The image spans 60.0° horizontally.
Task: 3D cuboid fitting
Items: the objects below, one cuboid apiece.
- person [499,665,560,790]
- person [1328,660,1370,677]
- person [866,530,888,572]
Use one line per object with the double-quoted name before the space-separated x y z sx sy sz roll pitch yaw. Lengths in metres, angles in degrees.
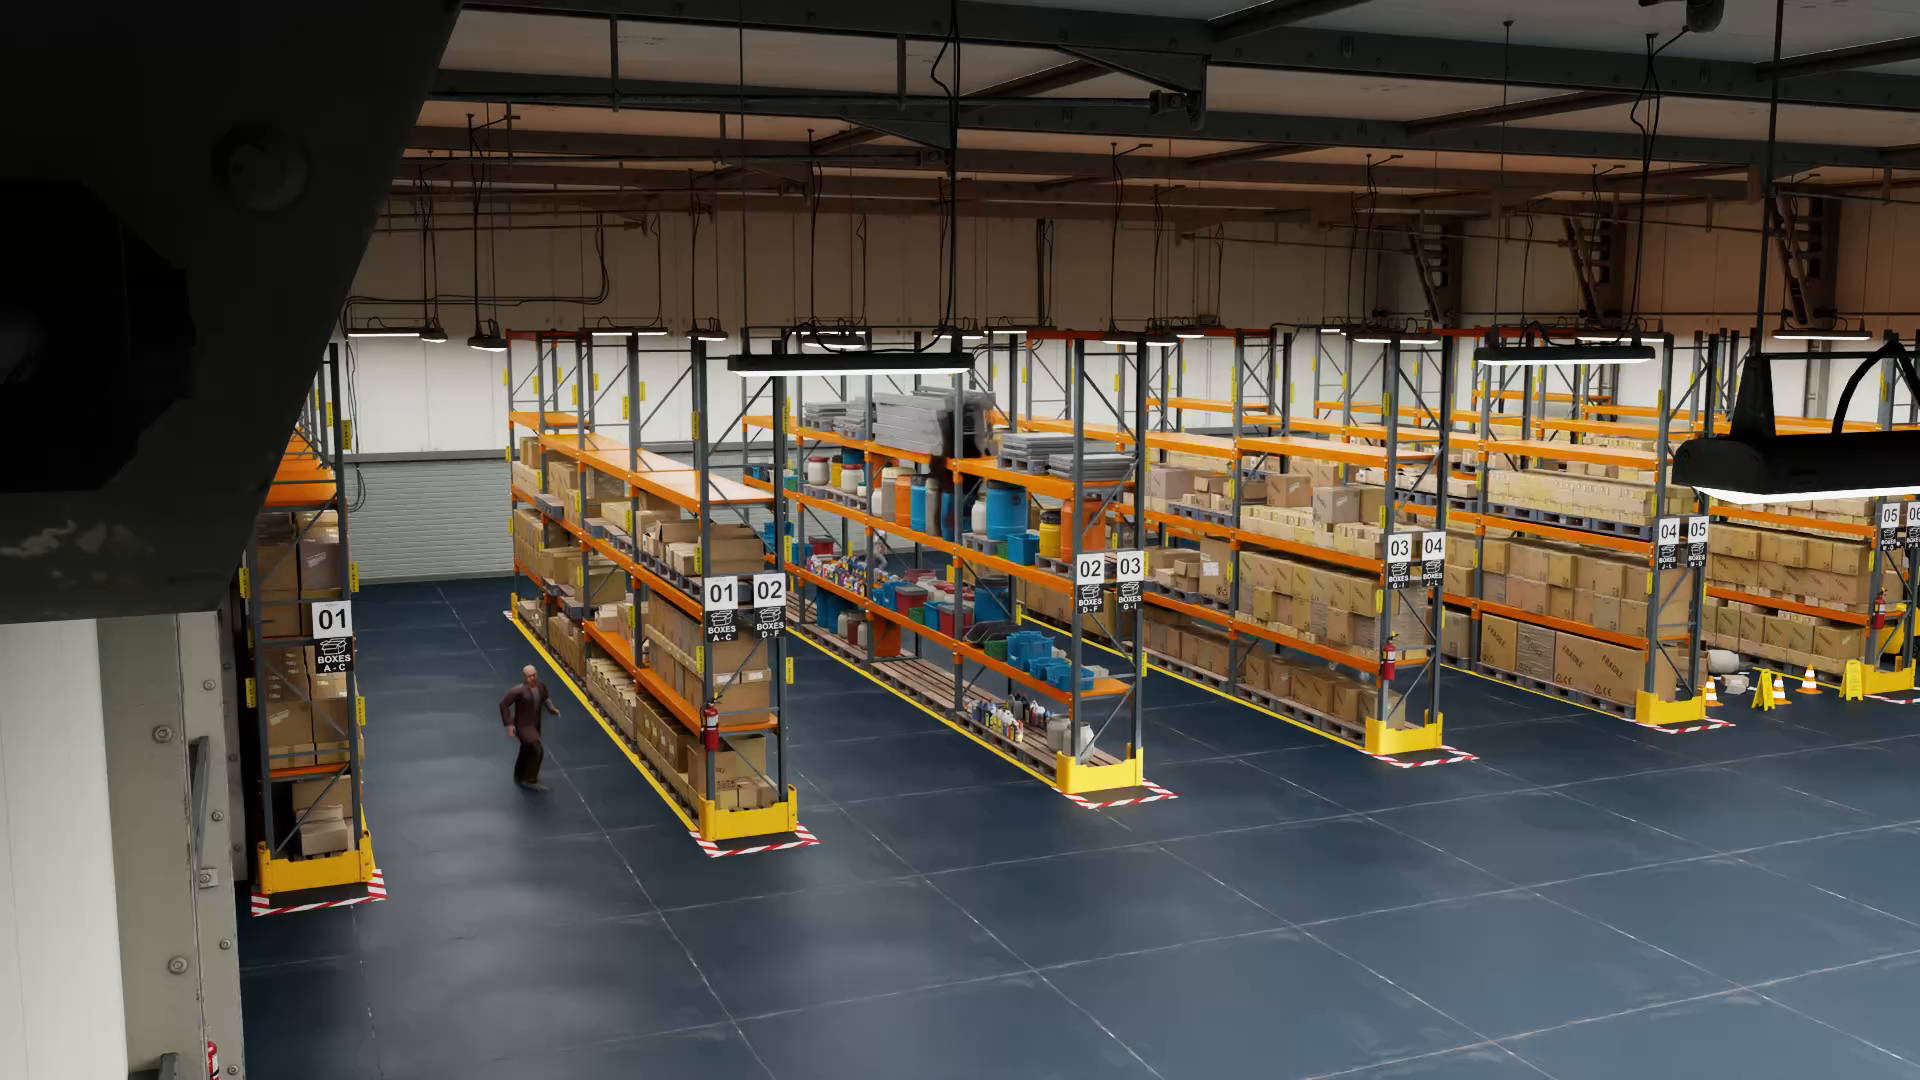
"person" -5.720 2.501 22.211 0.852 1.734 0.693 2 8 17
"person" 6.787 1.554 28.571 0.737 1.552 0.994 -6 10 -39
"person" -2.135 0.375 39.349 0.867 1.277 0.528 -1 8 -7
